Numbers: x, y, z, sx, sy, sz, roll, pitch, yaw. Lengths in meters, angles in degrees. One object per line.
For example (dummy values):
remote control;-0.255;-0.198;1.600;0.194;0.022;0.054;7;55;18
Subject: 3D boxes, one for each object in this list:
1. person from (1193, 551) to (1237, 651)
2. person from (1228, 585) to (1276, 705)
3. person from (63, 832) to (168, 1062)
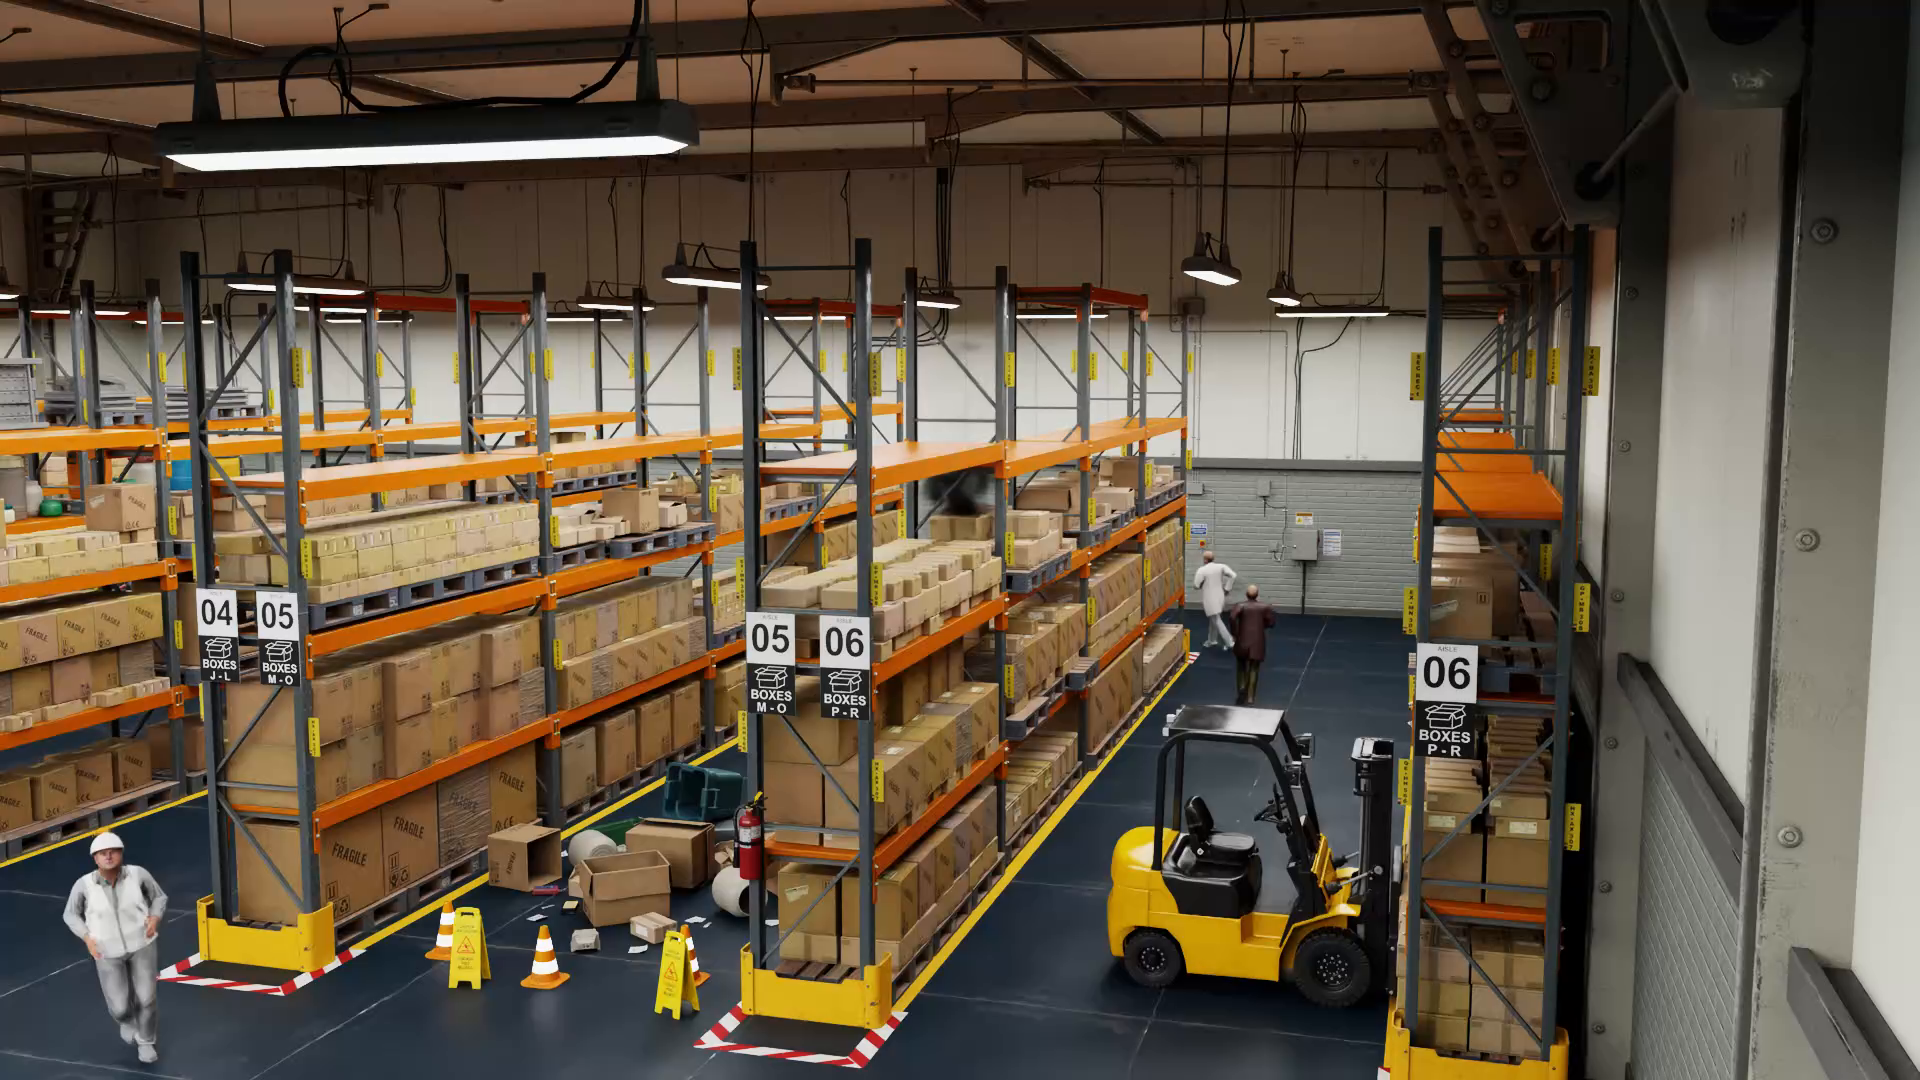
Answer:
person;4.344;1.058;28.729;0.710;1.762;1.045;-3;7;-28
person;4.279;1.573;24.417;0.687;1.817;0.862;1;6;9
person;-6.135;2.970;12.138;0.680;1.724;0.627;-4;8;-33
